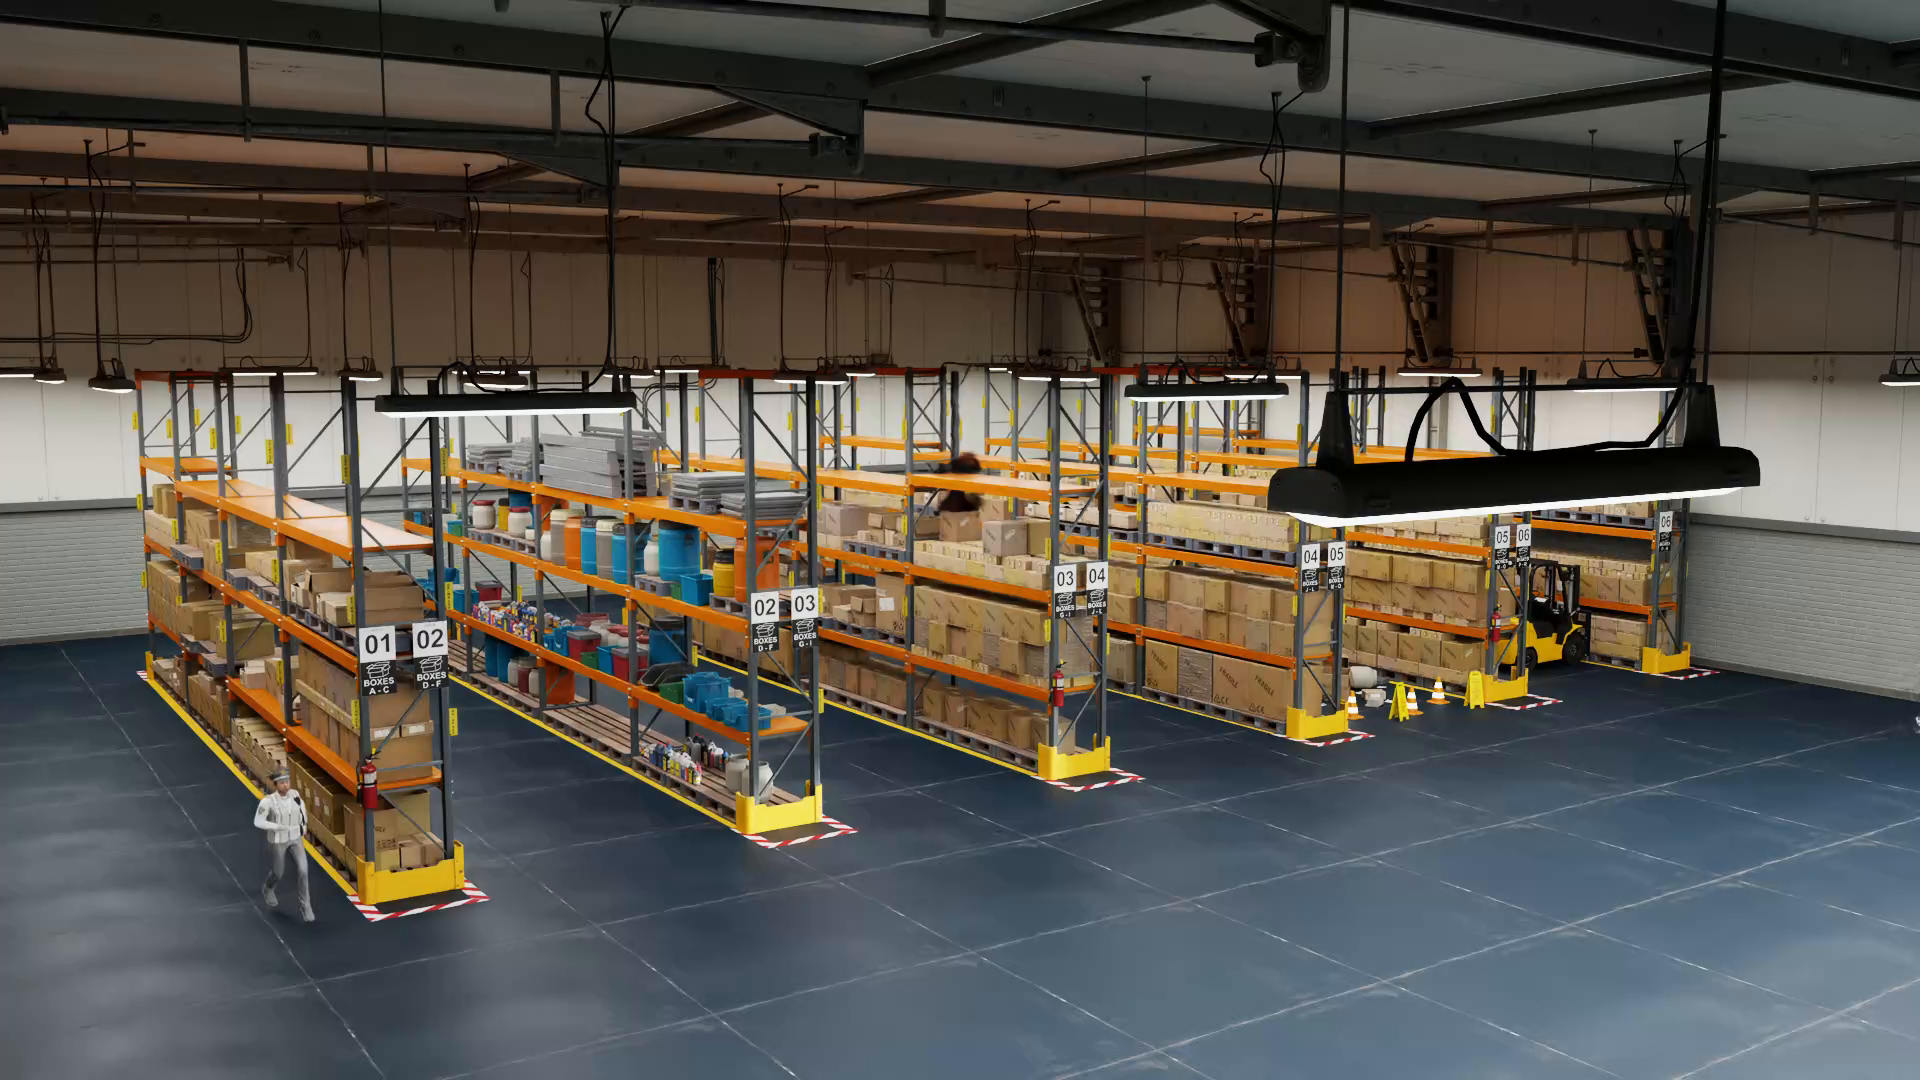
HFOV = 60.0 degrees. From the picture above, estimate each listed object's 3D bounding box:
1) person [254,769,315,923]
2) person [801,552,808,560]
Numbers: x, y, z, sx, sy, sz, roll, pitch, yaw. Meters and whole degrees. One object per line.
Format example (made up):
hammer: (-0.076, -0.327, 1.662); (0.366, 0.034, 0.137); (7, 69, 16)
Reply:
person: (-7.603, 3.399, 18.678); (0.887, 1.723, 0.643); (6, 9, 44)
person: (-3.606, 1.143, 38.487); (0.695, 1.721, 0.982); (-4, 7, -30)
